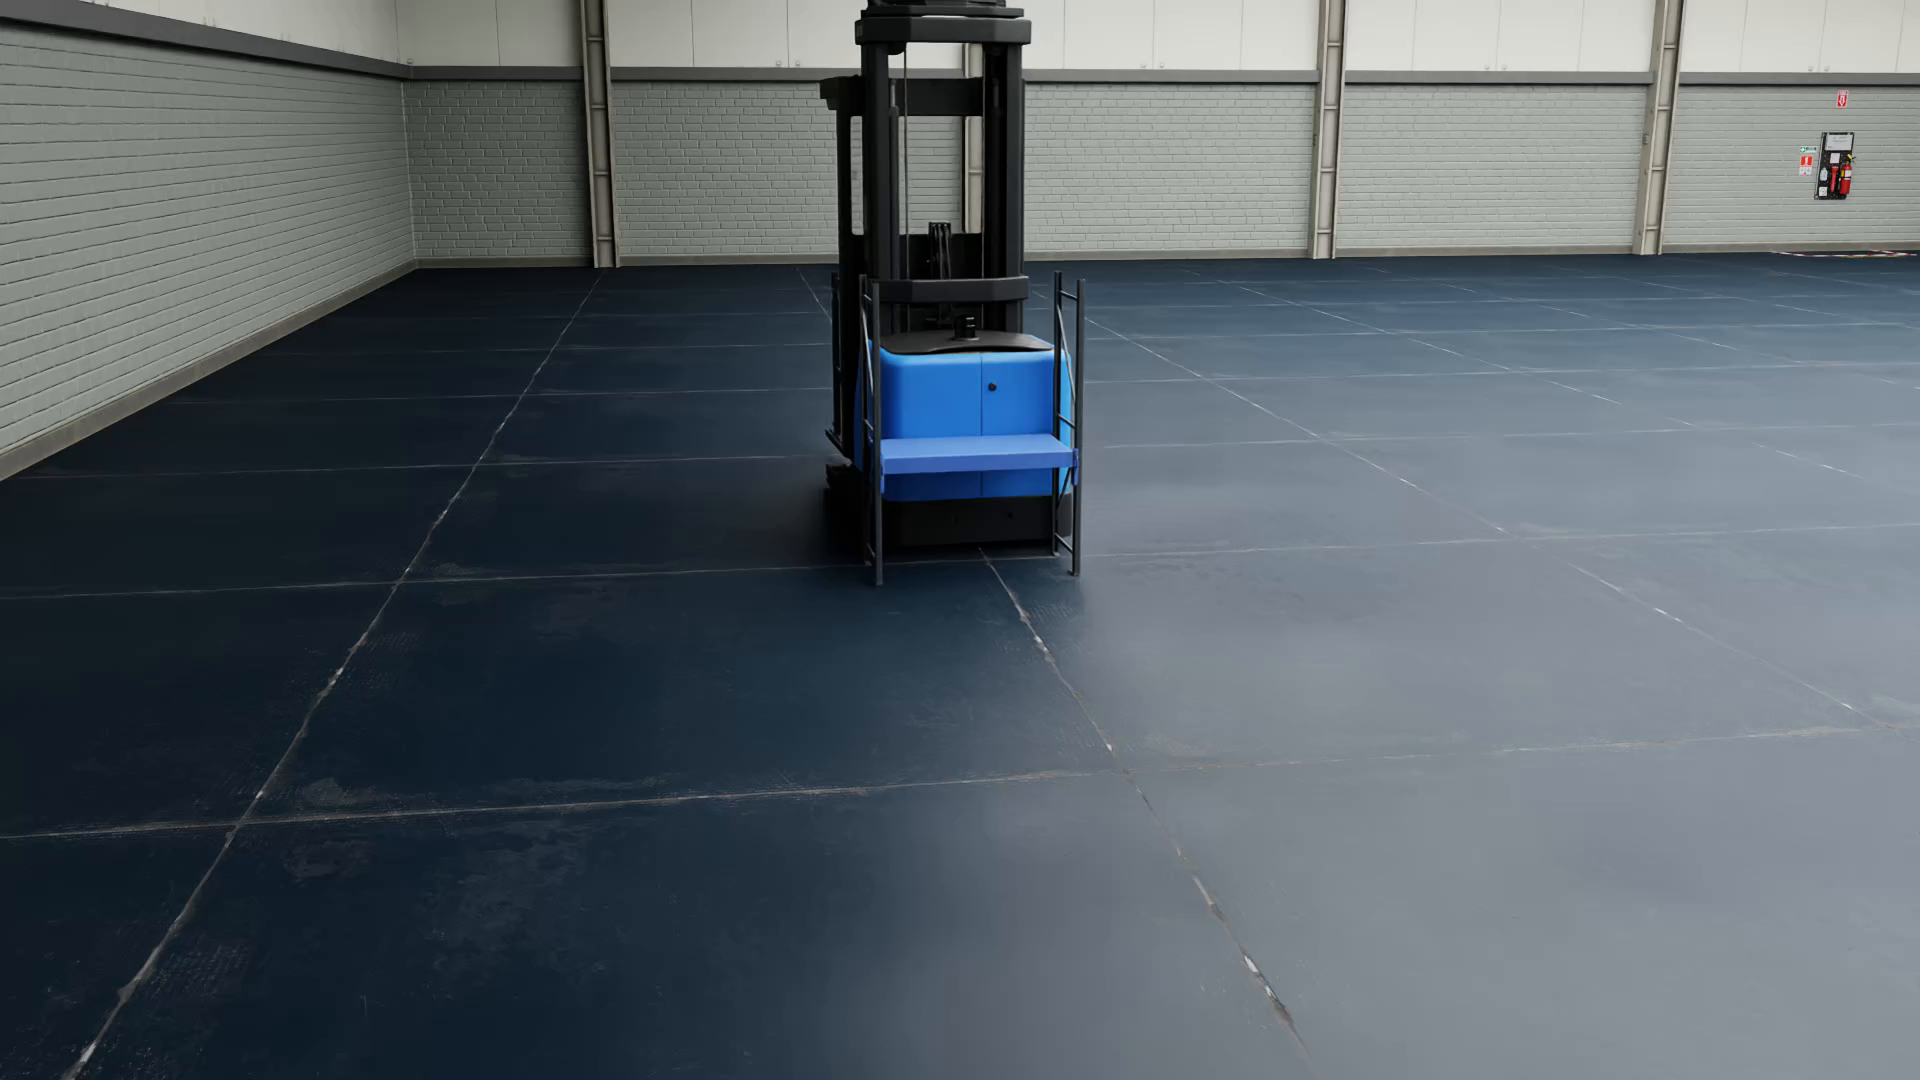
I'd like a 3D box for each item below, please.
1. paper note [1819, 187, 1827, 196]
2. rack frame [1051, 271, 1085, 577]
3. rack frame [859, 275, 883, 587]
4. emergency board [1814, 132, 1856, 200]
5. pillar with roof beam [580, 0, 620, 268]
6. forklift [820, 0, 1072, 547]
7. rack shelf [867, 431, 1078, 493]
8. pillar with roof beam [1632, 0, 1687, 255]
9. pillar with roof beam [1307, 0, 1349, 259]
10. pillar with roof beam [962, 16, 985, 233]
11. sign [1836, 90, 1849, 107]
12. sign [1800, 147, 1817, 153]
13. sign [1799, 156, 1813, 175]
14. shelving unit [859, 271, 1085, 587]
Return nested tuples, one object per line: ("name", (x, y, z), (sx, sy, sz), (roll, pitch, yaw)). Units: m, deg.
("paper note", (15.418, -6.227, 29.697), (0.142, 0.148, 0.016), (-2, 14, -8))
("rack frame", (0.551, -0.601, 8.534), (0.032, 1.500, 0.500), (-3, 14, -10))
("rack frame", (-0.448, -0.555, 8.350), (0.032, 1.500, 0.500), (-3, 14, -10))
("emergency board", (15.603, -6.644, 29.549), (0.643, 1.169, 0.194), (-2, 14, -8))
("pillar with roof beam", (-5.038, -7.729, 21.543), (0.400, 9.000, 9.100), (-2, 14, -8))
("forklift", (-0.221, -1.698, 9.966), (1.130, 2.935, 3.031), (-3, 14, -12))
("rack shelf", (0.052, -0.403, 8.486), (1.000, 0.185, 0.538), (-3, 14, -10))
("pillar with roof beam", (12.761, -8.382, 24.144), (0.400, 9.000, 9.100), (-2, 14, -8))
("pillar with roof beam", (6.828, -8.164, 23.277), (0.400, 9.000, 9.100), (-2, 14, -8))
("pillar with roof beam", (0.895, -7.947, 22.410), (0.400, 9.000, 9.100), (-2, 14, -8))
("sign", (15.580, -7.792, 29.362), (0.199, 0.298, 0.001), (-2, 14, -8))
("sign", (15.047, -6.921, 29.492), (0.331, 0.109, 0.001), (-2, 14, -8))
("sign", (15.041, -6.666, 29.564), (0.234, 0.329, 0.001), (-2, 14, -8))
("shelving unit", (0.052, -0.578, 8.442), (1.048, 1.500, 0.538), (-3, 14, -10))
